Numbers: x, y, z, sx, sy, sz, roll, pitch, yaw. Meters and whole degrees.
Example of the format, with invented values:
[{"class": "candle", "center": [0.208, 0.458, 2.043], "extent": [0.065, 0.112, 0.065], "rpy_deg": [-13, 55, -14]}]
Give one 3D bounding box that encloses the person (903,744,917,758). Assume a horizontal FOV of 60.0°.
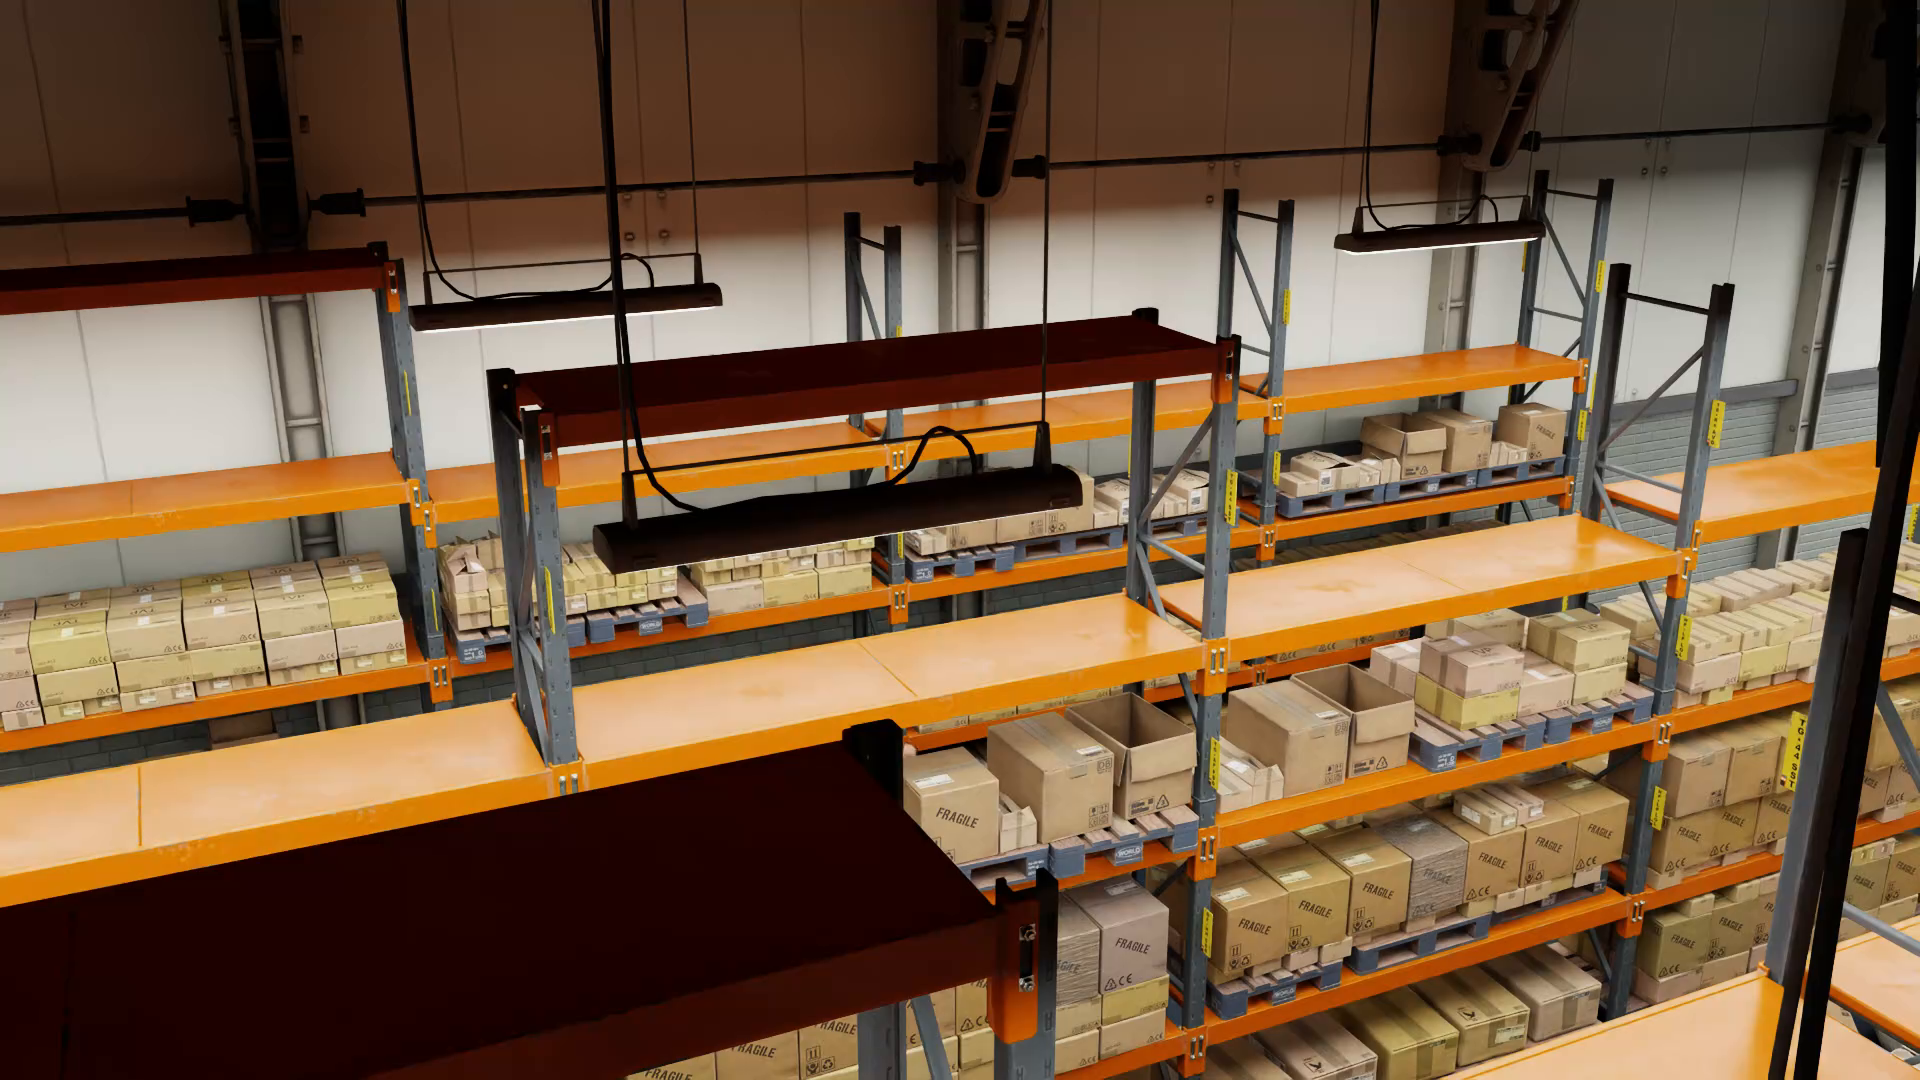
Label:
[{"class": "person", "center": [-0.394, 2.533, 14.156], "extent": [0.571, 1.697, 0.573], "rpy_deg": [-11, 22, -30]}]
